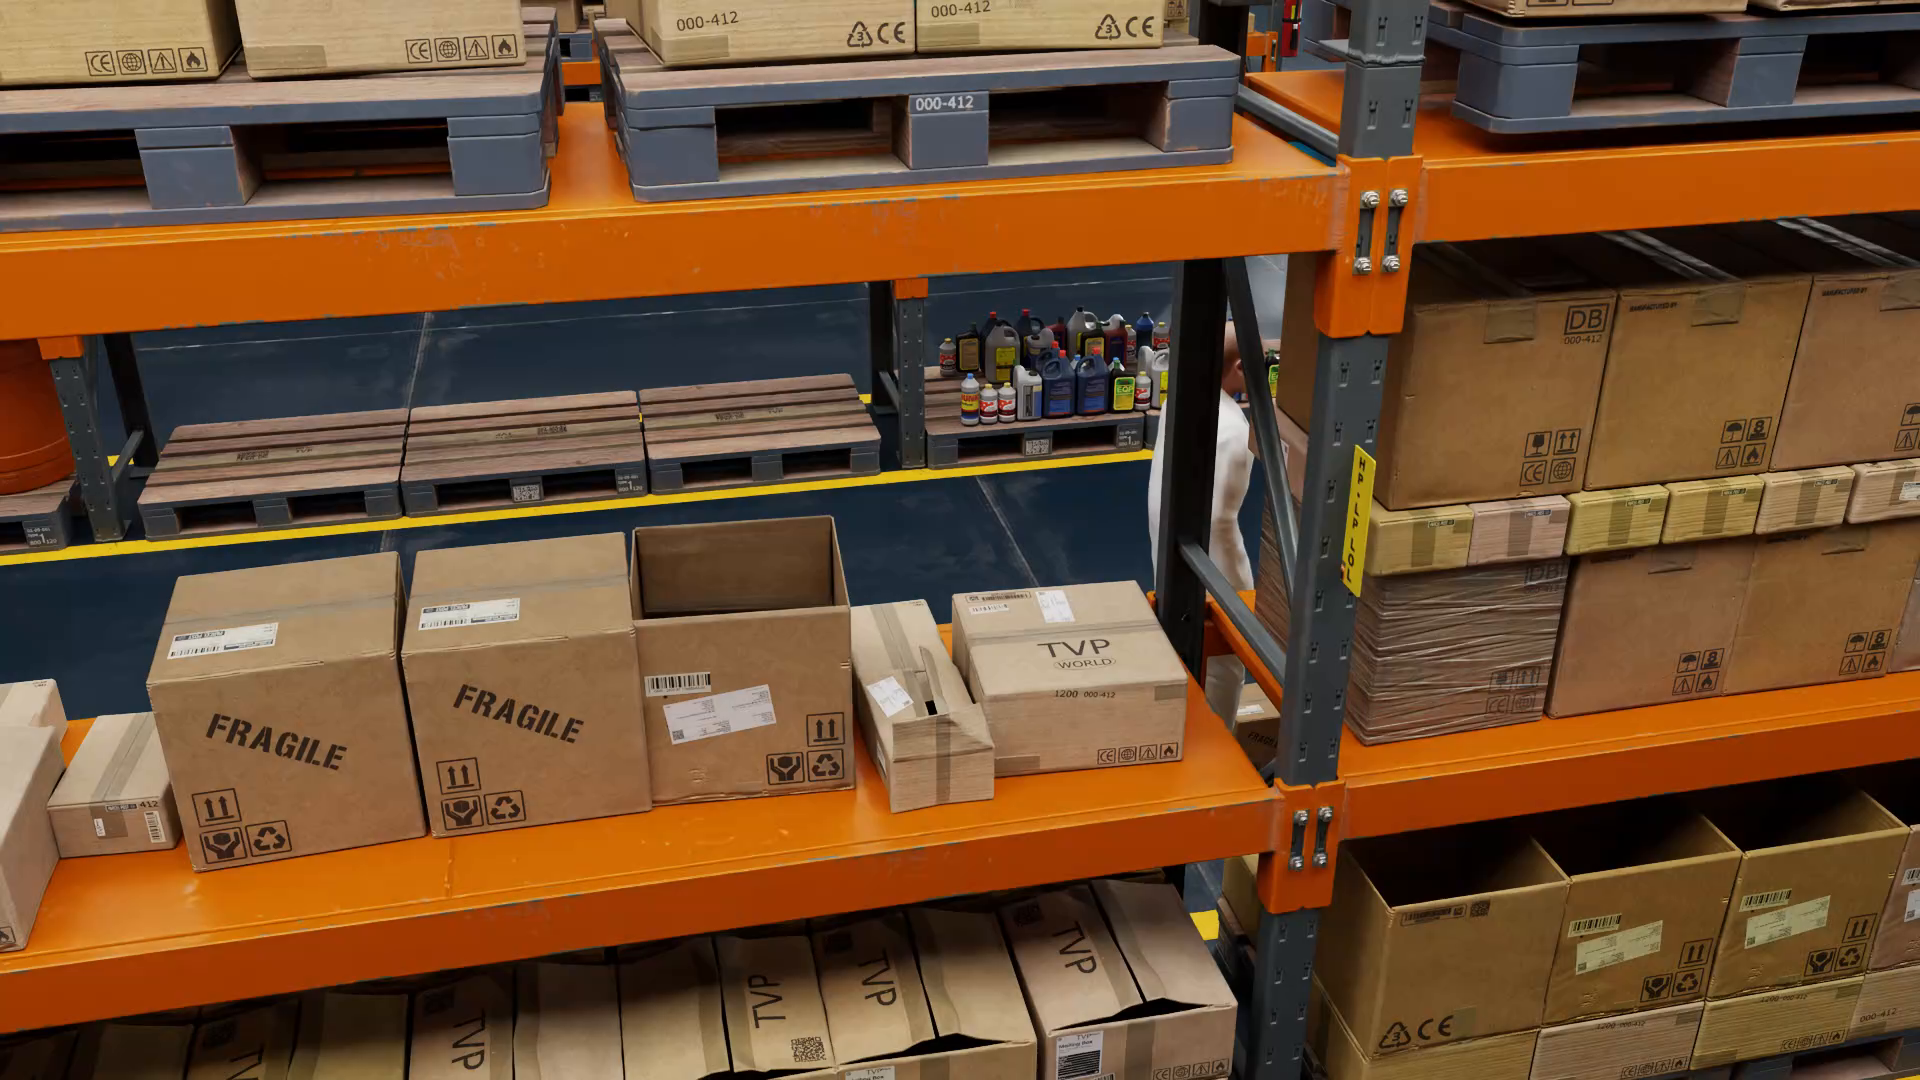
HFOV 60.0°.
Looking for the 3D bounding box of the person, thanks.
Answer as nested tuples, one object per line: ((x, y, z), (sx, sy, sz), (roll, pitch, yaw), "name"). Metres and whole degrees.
((0.891, 0.074, 5.984), (0.425, 1.773, 0.640), (-6, 27, -12), "person")
